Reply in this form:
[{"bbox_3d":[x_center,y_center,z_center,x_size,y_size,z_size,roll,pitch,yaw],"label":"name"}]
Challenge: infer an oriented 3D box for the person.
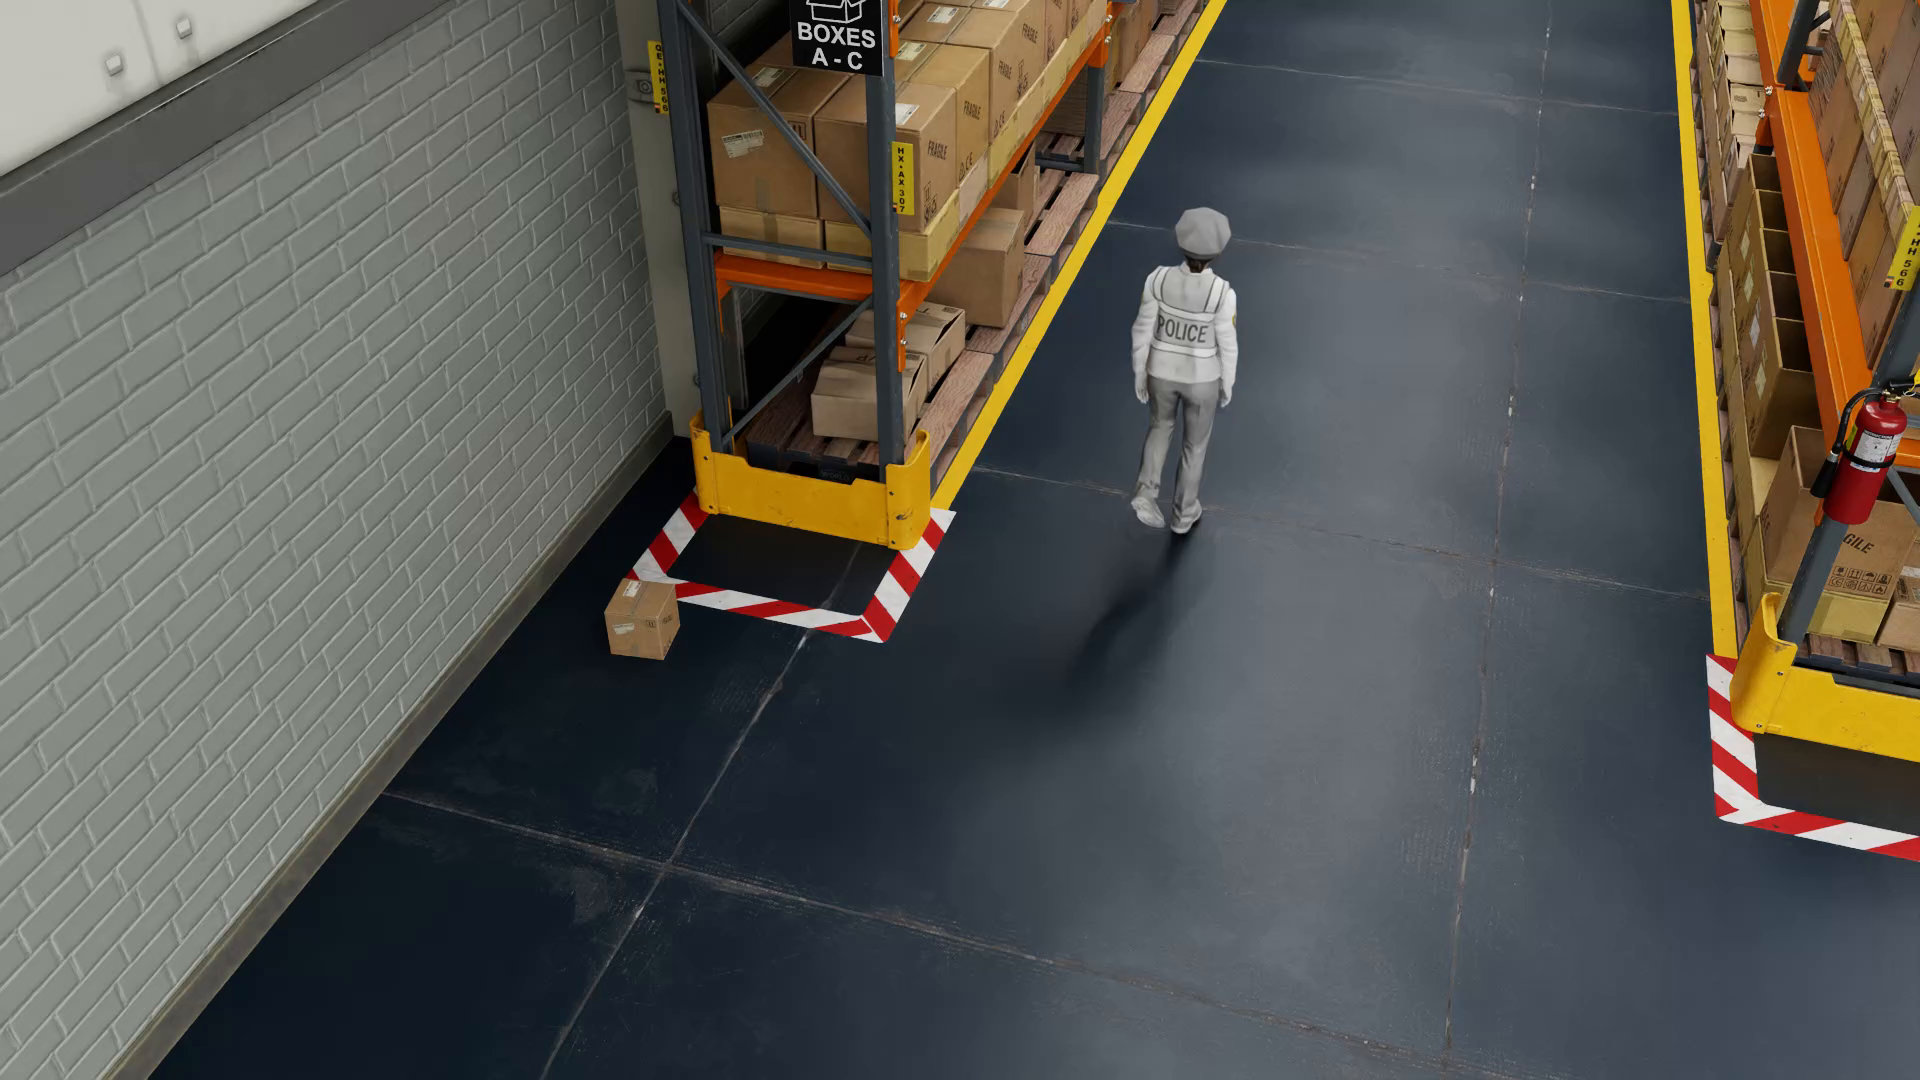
[{"bbox_3d":[1.036,-0.760,7.830,0.499,1.683,0.463,16,40,20],"label":"person"}]
